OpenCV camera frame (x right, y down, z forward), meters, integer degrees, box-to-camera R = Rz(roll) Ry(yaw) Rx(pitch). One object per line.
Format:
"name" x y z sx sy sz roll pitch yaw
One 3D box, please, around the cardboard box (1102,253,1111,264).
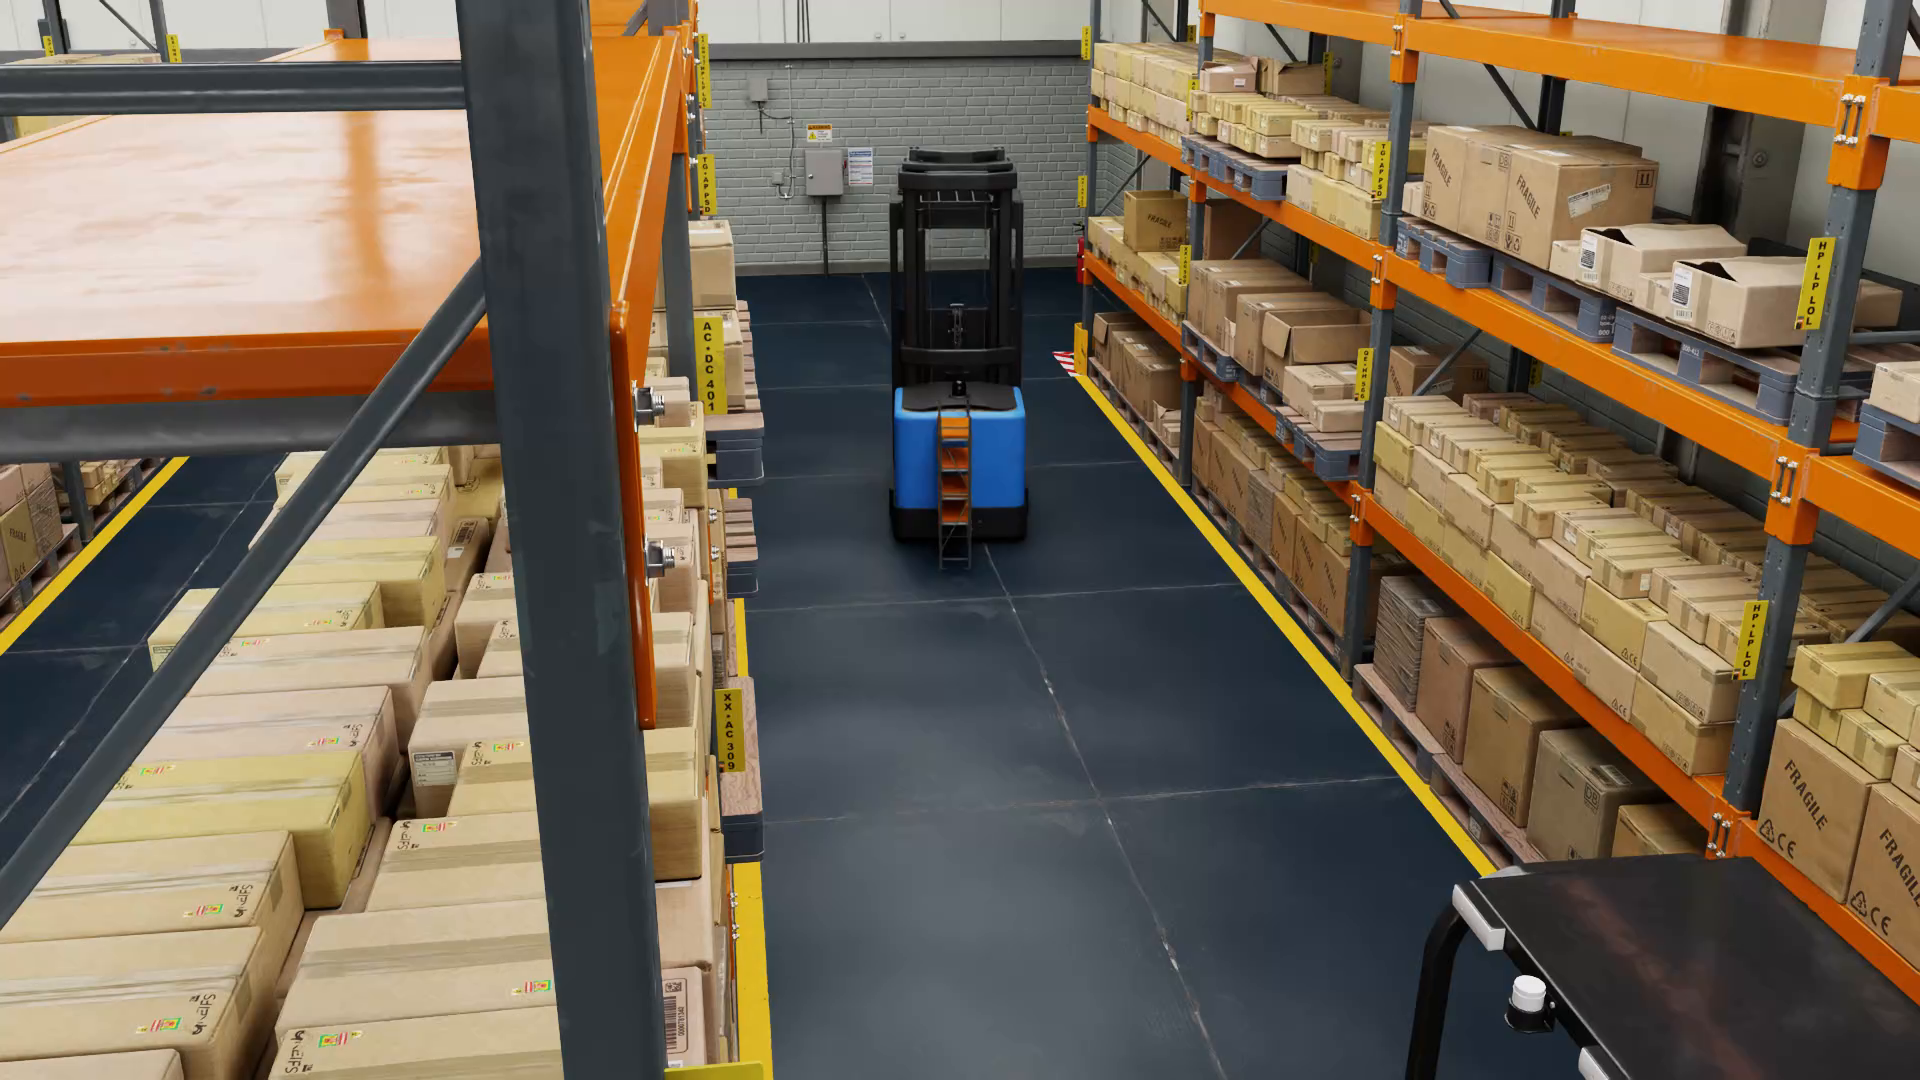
"cardboard box" 1.688 -2.964 17.225 0.380 0.149 0.250 -2 21 -6

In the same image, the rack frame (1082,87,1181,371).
"rack frame" 1.830 -3.295 17.752 1.000 3.000 0.127 -3 21 -8

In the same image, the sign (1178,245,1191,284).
"sign" 1.871 -2.286 13.812 0.100 0.325 0.005 -3 21 -8

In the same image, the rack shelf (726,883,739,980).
"rack shelf" -1.063 2.141 4.226 1.077 0.370 4.000 -3 21 -8

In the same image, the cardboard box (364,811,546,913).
"cardboard box" -0.652 0.526 2.454 0.380 0.149 0.250 -3 21 -8

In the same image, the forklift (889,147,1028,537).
"forklift" -0.035 -1.860 14.007 1.130 2.935 3.031 -1 20 -1

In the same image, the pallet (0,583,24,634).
"pallet" -7.096 0.625 11.241 1.003 0.211 1.213 -3 21 -8

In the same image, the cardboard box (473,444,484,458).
"cardboard box" -1.563 -0.336 4.761 0.380 0.149 0.250 -2 21 -6

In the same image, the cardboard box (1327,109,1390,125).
"cardboard box" 2.813 -2.951 11.733 0.380 0.149 0.250 -2 21 -6

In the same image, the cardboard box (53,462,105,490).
"cardboard box" -7.124 -0.516 13.361 0.380 0.149 0.250 -2 21 -5

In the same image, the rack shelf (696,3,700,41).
"rack shelf" -2.793 -4.637 14.370 1.077 0.370 4.000 -3 21 -8

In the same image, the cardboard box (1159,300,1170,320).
"cardboard box" 1.990 -2.068 14.826 0.380 0.149 0.250 -2 21 -6

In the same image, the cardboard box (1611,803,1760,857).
"cardboard box" 3.473 1.595 7.452 0.875 0.625 0.625 -2 21 -5

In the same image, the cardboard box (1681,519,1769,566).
"cardboard box" 3.631 0.019 7.807 0.380 0.149 0.250 -3 21 -8

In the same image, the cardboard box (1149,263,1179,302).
"cardboard box" 2.005 -2.316 14.920 0.500 0.250 0.500 -3 21 -8

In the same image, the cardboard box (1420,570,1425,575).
"cardboard box" 3.200 0.289 11.128 0.500 0.500 0.500 -2 21 -6

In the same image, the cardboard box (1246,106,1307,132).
"cardboard box" 2.269 -3.013 11.899 0.380 0.149 0.250 -3 21 -7

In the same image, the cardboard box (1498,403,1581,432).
"cardboard box" 3.378 -0.689 9.703 0.380 0.149 0.250 -2 21 -6

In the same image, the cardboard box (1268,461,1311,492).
"cardboard box" 2.498 -0.474 12.243 0.380 0.149 0.250 -4 21 -10

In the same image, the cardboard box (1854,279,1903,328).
"cardboard box" 3.632 -0.975 6.869 0.380 0.149 0.250 -3 21 -8

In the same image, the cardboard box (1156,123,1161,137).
"cardboard box" 1.960 -3.665 14.814 0.380 0.149 0.250 -2 21 -6

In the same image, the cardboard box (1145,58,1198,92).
"cardboard box" 1.949 -4.133 14.781 0.500 0.250 0.500 -3 21 -7

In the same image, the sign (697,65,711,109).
"sign" -1.969 -3.484 12.782 0.100 0.325 0.005 -3 21 -8

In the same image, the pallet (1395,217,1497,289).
"pallet" 3.169 -1.612 9.227 1.213 0.211 1.003 -2 21 -5

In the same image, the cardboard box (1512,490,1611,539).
"cardboard box" 2.962 -0.127 8.199 0.380 0.149 0.250 -3 21 -9

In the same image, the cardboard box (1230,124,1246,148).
"cardboard box" 2.206 -2.964 12.195 0.380 0.149 0.250 -3 21 -8

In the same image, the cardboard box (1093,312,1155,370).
"cardboard box" 1.824 -2.106 17.536 0.797 0.503 0.637 -4 21 -10

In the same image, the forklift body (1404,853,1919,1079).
"forklift body" 2.058 2.077 4.580 2.313 2.155 1.214 -3 21 -8

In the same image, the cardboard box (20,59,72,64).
"cardboard box" -8.158 -4.204 14.829 0.380 0.149 0.250 -3 21 -8

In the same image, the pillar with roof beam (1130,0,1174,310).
"pillar with roof beam" -1.927 -6.868 18.742 9.100 9.000 0.400 -3 21 -8

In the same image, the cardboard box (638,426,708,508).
"cardboard box" -0.860 -0.187 4.363 0.380 0.149 0.250 -2 21 -6

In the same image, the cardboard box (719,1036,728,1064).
"cardboard box" -0.803 1.601 4.075 0.500 0.500 0.500 -3 21 -9

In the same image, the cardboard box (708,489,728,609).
"cardboard box" -1.351 0.029 7.684 0.500 0.500 0.500 -4 21 -10

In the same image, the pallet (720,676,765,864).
"pallet" -1.318 0.929 6.716 1.003 0.211 1.213 -3 21 -8

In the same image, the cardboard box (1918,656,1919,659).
"cardboard box" 3.740 0.507 7.072 0.500 0.250 0.500 -3 21 -9

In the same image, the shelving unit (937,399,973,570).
"shelving unit" -0.042 -0.426 12.641 0.258 1.200 0.503 -1 20 -1

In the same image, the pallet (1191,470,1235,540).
"pallet" 2.561 -0.324 13.783 1.003 0.211 1.213 -3 21 -8

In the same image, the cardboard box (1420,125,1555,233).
"cardboard box" 2.846 -1.958 8.998 0.500 0.500 0.500 -3 21 -7

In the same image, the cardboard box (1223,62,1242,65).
"cardboard box" 2.527 -3.983 14.382 0.500 0.250 0.500 -3 21 -9

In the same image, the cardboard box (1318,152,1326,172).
"cardboard box" 2.597 -2.513 11.016 0.380 0.149 0.250 -3 21 -7

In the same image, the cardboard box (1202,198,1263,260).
"cardboard box" 2.455 -2.860 15.303 0.500 0.500 0.500 -3 21 -9

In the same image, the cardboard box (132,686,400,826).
"cardboard box" -1.184 0.379 2.848 0.380 0.149 0.250 -3 21 -8

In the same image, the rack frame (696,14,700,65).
"rack frame" -3.081 -5.854 16.029 1.000 3.000 0.127 -3 21 -8

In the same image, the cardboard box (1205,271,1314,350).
"cardboard box" 2.329 -1.796 12.994 0.700 0.500 0.500 -3 21 -7

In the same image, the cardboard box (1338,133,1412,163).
"cardboard box" 2.619 -2.476 10.492 0.380 0.149 0.250 -4 21 -10

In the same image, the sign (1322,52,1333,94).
"sign" 2.955 -3.772 13.438 0.100 0.325 0.005 -3 21 -8

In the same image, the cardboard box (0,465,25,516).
"cardboard box" -6.970 -0.327 11.706 0.500 0.250 0.500 -2 21 -5

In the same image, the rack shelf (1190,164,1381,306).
"rack shelf" 2.695 -2.286 11.791 1.077 0.370 4.000 -3 21 -8

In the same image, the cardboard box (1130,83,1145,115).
"cardboard box" 1.876 -4.071 15.332 0.500 0.250 0.500 -3 21 -9

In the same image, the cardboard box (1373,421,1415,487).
"cardboard box" 2.781 -0.522 9.827 0.500 0.250 0.500 -3 21 -8

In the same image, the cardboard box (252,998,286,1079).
"cardboard box" -1.115 0.858 2.133 0.500 0.250 0.500 -3 21 -8
